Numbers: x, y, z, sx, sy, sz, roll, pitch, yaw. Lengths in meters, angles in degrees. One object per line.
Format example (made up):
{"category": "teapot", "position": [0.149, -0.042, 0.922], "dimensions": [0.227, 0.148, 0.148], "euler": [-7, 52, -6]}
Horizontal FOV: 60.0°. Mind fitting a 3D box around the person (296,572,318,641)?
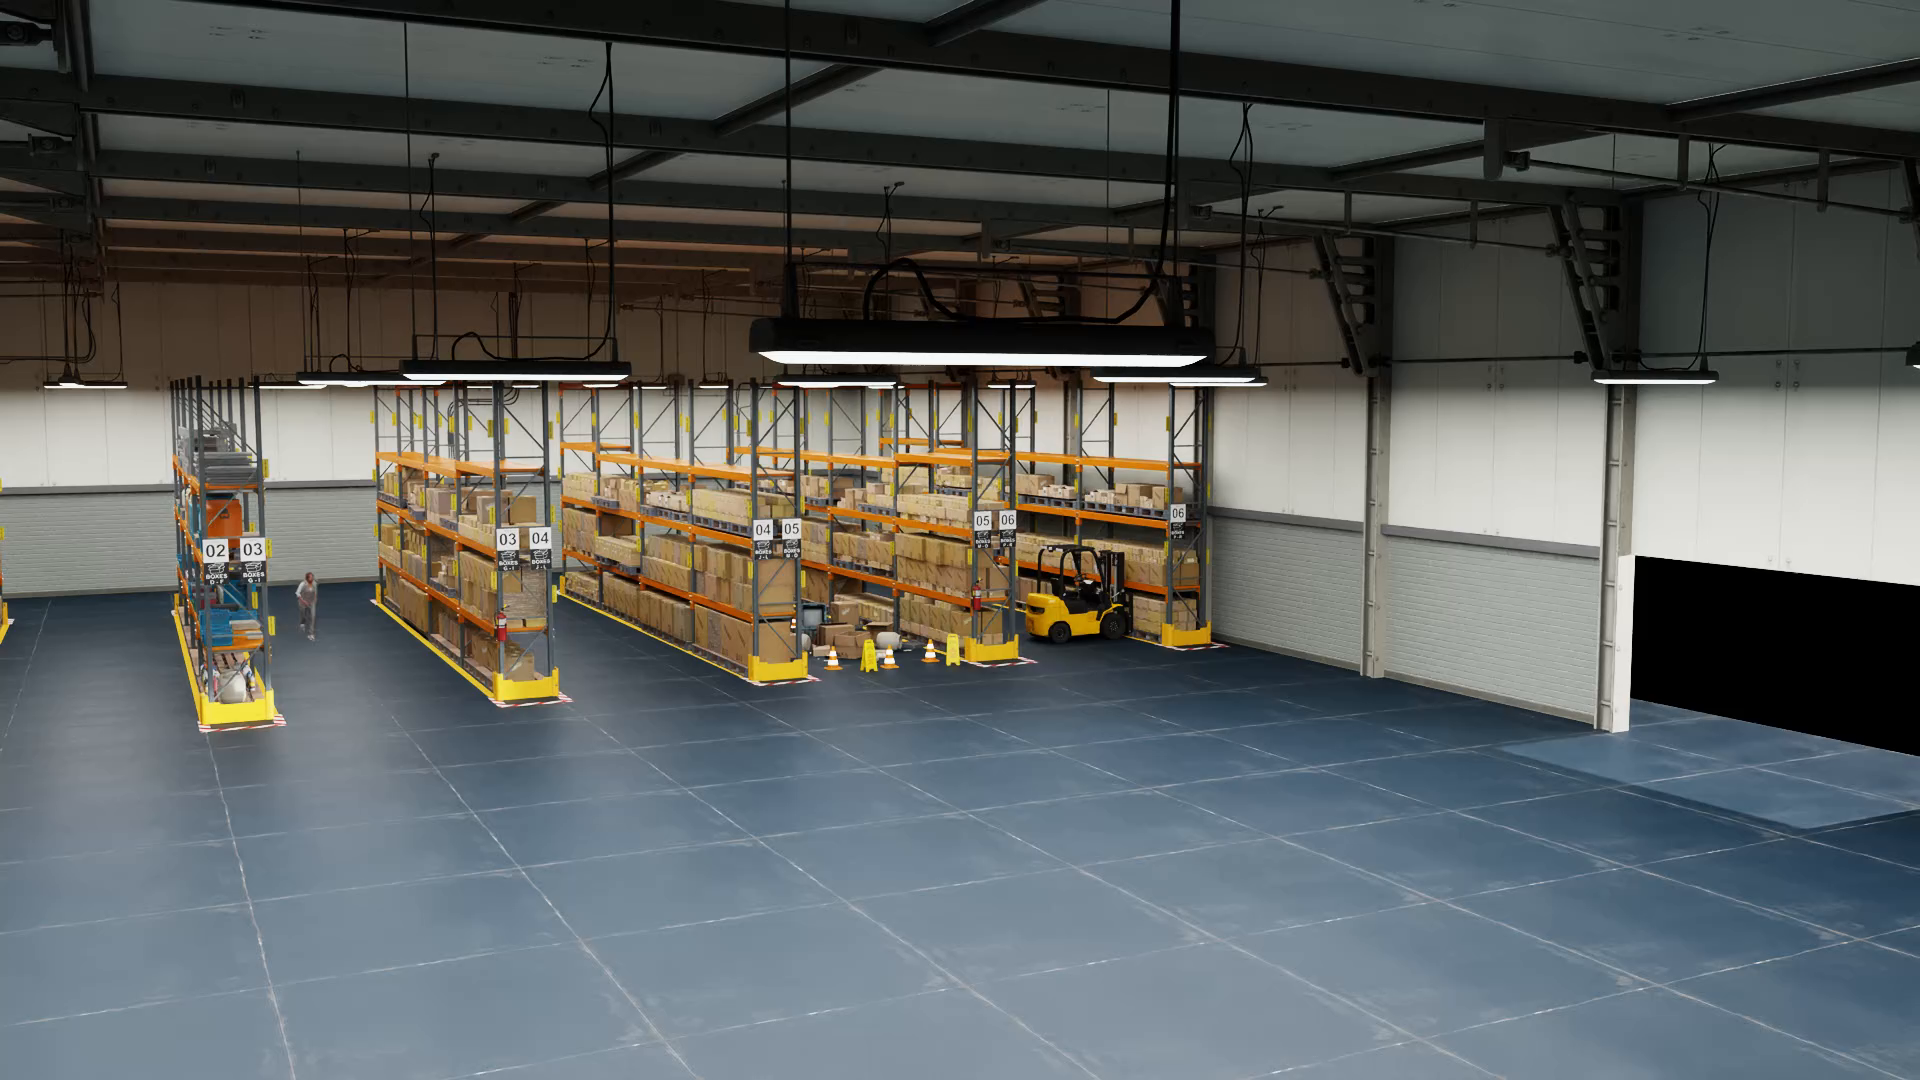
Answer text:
{"category": "person", "position": [-15.171, 1.522, 38.620], "dimensions": [0.531, 1.586, 0.955], "euler": [-4, 6, -37]}
